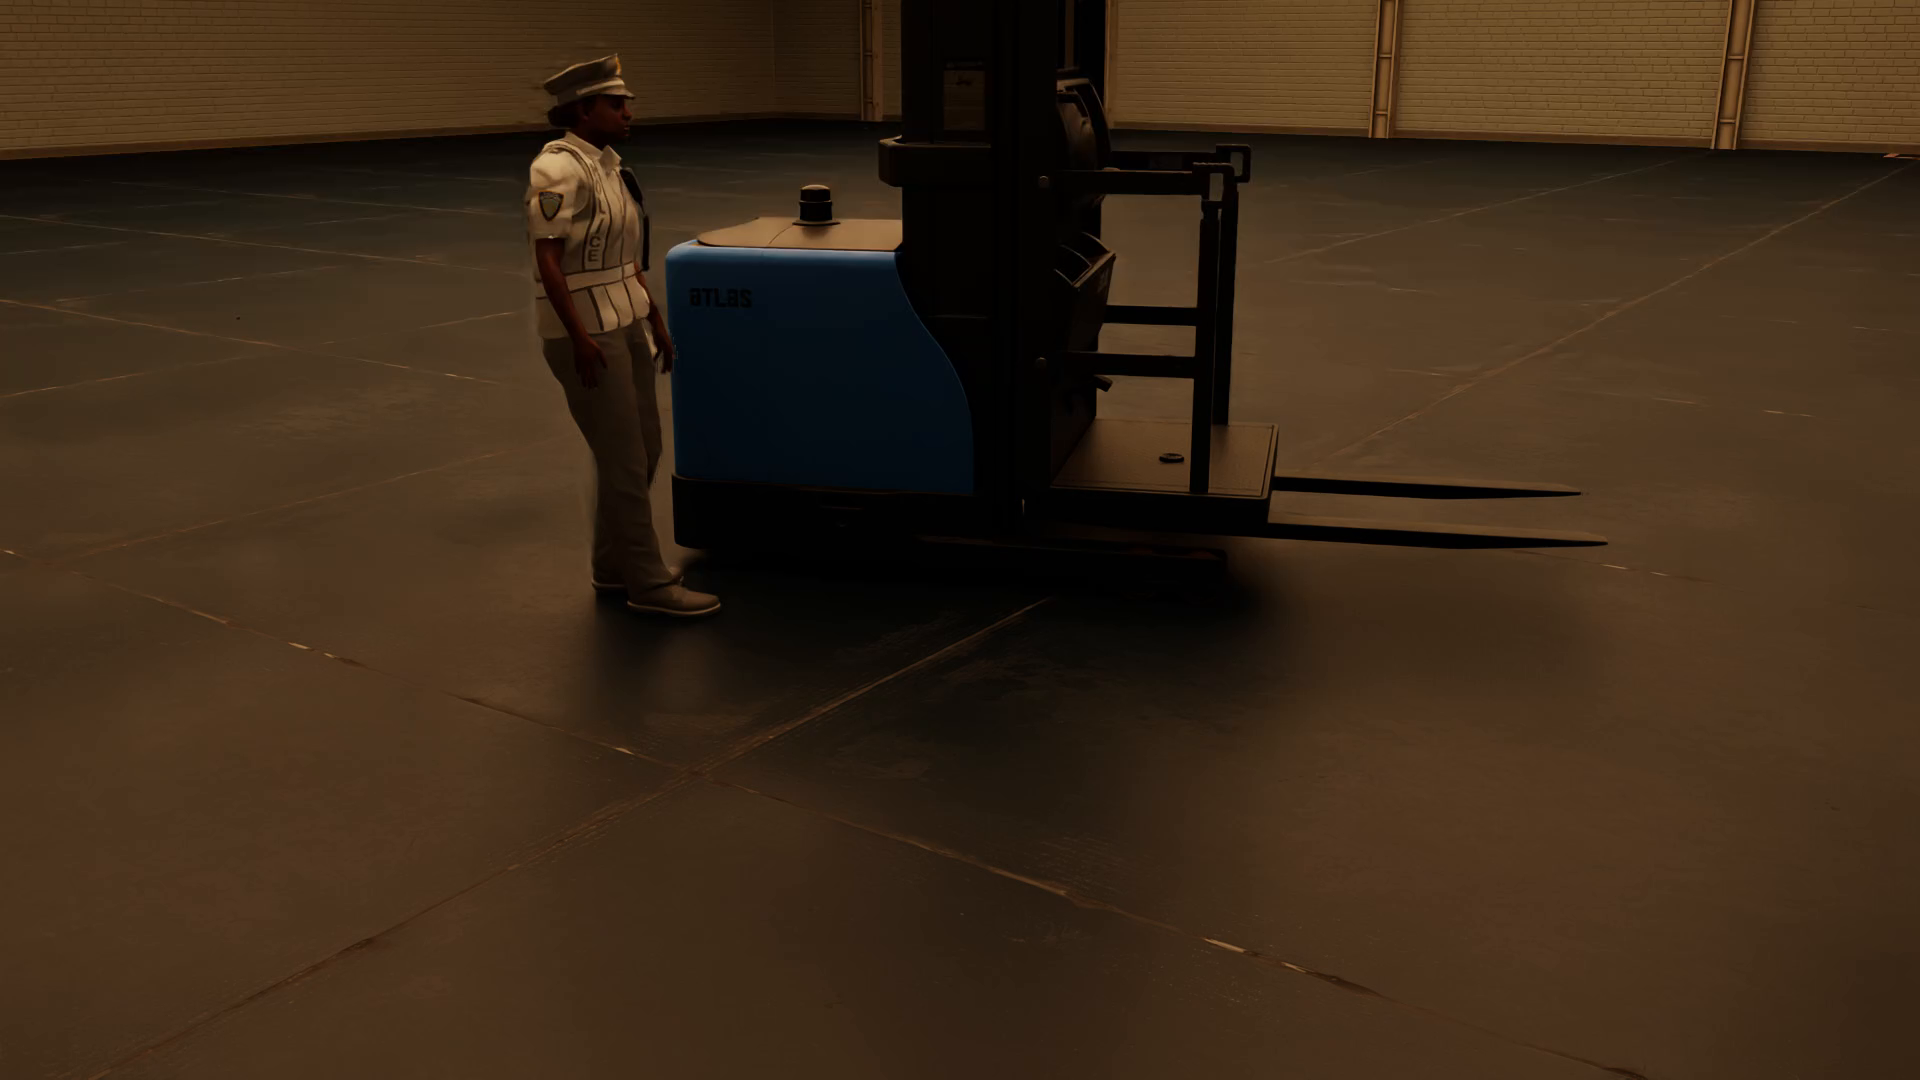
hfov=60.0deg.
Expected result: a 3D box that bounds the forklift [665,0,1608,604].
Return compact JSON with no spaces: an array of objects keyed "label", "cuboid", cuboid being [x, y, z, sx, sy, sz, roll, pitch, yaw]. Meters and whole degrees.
[{"label":"forklift","cuboid":[0.595,-1.367,5.404,3.031,2.935,1.130,4,17,12]}]

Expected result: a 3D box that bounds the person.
[{"label":"person","cuboid":[-0.999,-0.631,5.156,0.587,1.677,0.616,4,17,12]}]
